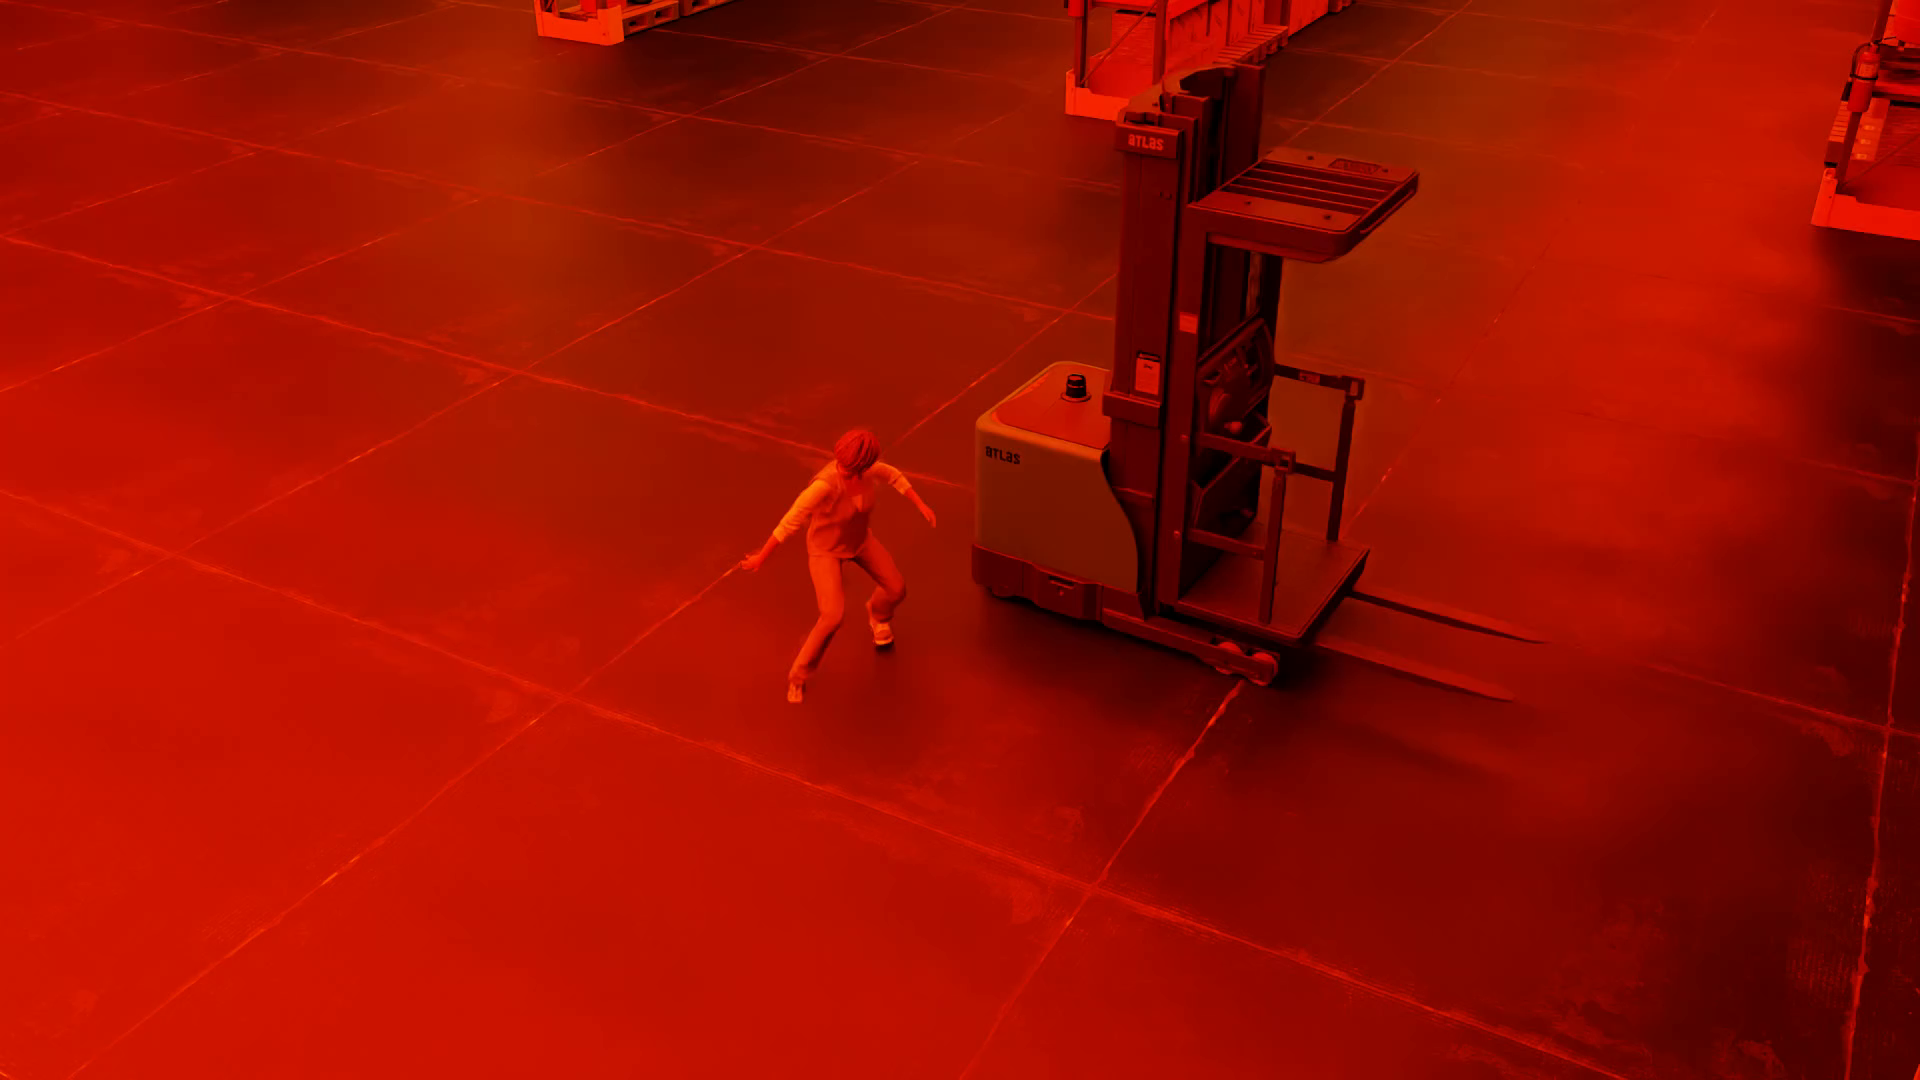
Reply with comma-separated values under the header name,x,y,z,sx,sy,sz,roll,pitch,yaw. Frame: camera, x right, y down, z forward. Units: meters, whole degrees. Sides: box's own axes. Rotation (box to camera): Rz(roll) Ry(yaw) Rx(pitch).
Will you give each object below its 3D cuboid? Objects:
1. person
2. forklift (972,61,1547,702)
name,x,y,z,sx,sy,sz,roll,pitch,yaw
person,-0.603,0.110,8.460,0.907,1.526,0.514,-24,38,-36
forklift,1.594,-0.816,8.484,3.031,2.935,1.130,17,34,27
